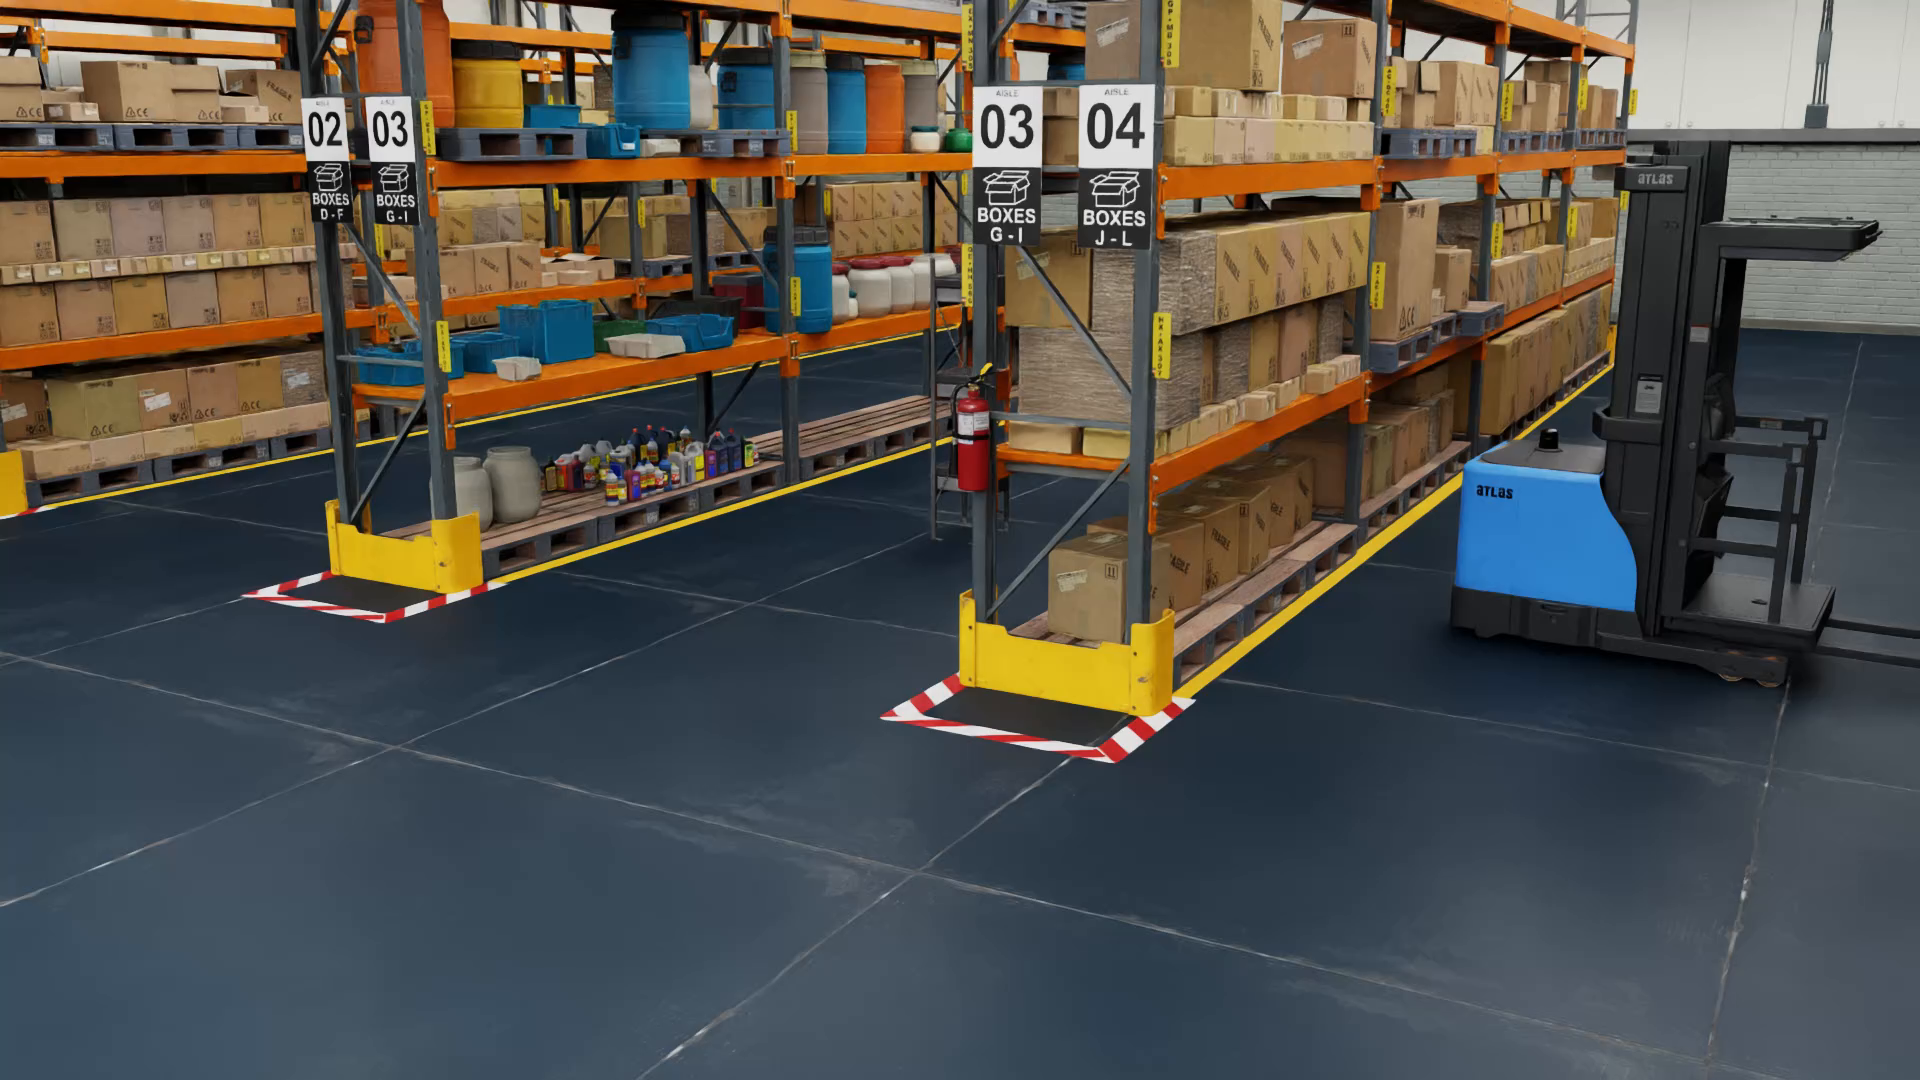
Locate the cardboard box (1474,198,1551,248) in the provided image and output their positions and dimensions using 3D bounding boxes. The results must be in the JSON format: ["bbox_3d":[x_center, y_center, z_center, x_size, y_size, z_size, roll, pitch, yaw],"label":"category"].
[{"bbox_3d":[6.031,-3.480,18.215,0.797,0.503,0.637,7,15,27],"label":"cardboard box"}]

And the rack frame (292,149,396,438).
[{"bbox_3d":[-6.205,-2.558,16.743,1.000,3.000,0.127,7,15,28],"label":"rack frame"}]

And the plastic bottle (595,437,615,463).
[{"bbox_3d":[-2.921,-0.677,13.656,0.144,0.351,0.185,7,15,28],"label":"plastic bottle"}]

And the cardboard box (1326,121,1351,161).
[{"bbox_3d":[2.211,-2.591,10.800,0.500,0.250,0.500,8,16,29],"label":"cardboard box"}]

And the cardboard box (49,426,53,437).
[{"bbox_3d":[-7.907,-0.852,14.638,0.500,0.250,0.500,7,15,28],"label":"cardboard box"}]

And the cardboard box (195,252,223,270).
[{"bbox_3d":[-6.890,-2.527,15.016,0.380,0.149,0.250,8,16,30],"label":"cardboard box"}]

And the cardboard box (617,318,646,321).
[{"bbox_3d":[-4.025,-2.596,21.295,0.500,0.500,0.500,8,16,30],"label":"cardboard box"}]

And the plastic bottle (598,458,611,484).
[{"bbox_3d":[-2.884,-0.562,13.496,0.097,0.201,0.097,0,14,0],"label":"plastic bottle"}]

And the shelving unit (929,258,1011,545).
[{"bbox_3d":[0.080,-1.055,12.428,0.431,2.100,0.503,7,15,28],"label":"shelving unit"}]

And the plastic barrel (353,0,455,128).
[{"bbox_3d":[-3.681,-3.160,11.030,0.600,0.830,0.708,7,15,28],"label":"plastic barrel"}]

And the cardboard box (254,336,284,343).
[{"bbox_3d":[-9.263,-2.691,21.692,0.700,0.500,0.500,7,15,28],"label":"cardboard box"}]

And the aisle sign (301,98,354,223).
[{"bbox_3d":[-4.100,-2.458,10.782,0.394,0.787,0.004,7,15,28],"label":"aisle sign"}]

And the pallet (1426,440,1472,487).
[{"bbox_3d":[4.019,-0.740,15.151,1.003,0.211,1.213,7,15,28],"label":"pallet"}]

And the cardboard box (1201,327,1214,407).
[{"bbox_3d":[0.958,-1.033,9.571,0.875,0.500,0.500,7,15,28],"label":"cardboard box"}]

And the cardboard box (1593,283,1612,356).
[{"bbox_3d":[8.026,-2.927,21.914,0.875,0.875,0.875,7,15,28],"label":"cardboard box"}]

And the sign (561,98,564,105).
[{"bbox_3d":[-4.746,-5.150,19.992,0.100,0.325,0.005,7,15,28],"label":"sign"}]

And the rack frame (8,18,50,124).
[{"bbox_3d":[-10.544,-6.035,18.365,1.000,3.000,0.127,7,15,28],"label":"rack frame"}]

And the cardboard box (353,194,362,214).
[{"bbox_3d":[-8.151,-4.576,22.625,0.500,0.250,0.500,8,16,29],"label":"cardboard box"}]

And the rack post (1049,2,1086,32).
[{"bbox_3d":[1.129,-5.881,18.793,0.937,0.300,0.954,9,16,34],"label":"rack post"}]

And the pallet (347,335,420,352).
[{"bbox_3d":[-8.163,-2.737,23.434,1.003,0.211,1.213,7,15,28],"label":"pallet"}]

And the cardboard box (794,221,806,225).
[{"bbox_3d":[-2.321,-4.379,24.085,0.500,0.500,0.500,8,16,29],"label":"cardboard box"}]

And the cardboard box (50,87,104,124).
[{"bbox_3d":[-10.209,-4.932,19.083,0.500,0.500,0.500,10,17,36],"label":"cardboard box"}]

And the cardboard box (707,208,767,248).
[{"bbox_3d":[-3.040,-4.232,22.577,0.700,0.500,0.500,10,17,37],"label":"cardboard box"}]

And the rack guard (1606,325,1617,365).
[{"bbox_3d":[8.277,-2.686,22.610,1.175,0.500,0.348,7,15,28],"label":"rack guard"}]

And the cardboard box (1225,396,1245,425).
[{"bbox_3d":[1.476,-0.781,9.907,0.380,0.149,0.250,7,15,28],"label":"cardboard box"}]

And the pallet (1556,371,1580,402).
[{"bbox_3d":[6.768,-1.867,19.829,1.003,0.211,1.213,7,15,28],"label":"pallet"}]

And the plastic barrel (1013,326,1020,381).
[{"bbox_3d":[0.830,-2.182,19.435,0.600,0.588,0.708,7,15,28],"label":"plastic barrel"}]

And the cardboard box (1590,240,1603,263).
[{"bbox_3d":[7.772,-3.630,20.877,0.500,0.250,0.500,7,15,26],"label":"cardboard box"}]

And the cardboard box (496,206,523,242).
[{"bbox_3d":[-6.917,-4.733,24.877,0.500,0.500,0.500,8,15,28],"label":"cardboard box"}]

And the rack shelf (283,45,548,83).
[{"bbox_3d":[-7.643,-6.722,23.602,1.077,0.370,4.000,7,15,28],"label":"rack shelf"}]

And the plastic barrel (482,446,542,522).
[{"bbox_3d":[-3.311,-0.416,12.273,0.421,0.512,0.421,0,14,0],"label":"plastic barrel"}]

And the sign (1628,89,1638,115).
[{"bbox_3d":[8.734,-5.682,21.583,0.100,0.325,0.005,7,15,28],"label":"sign"}]

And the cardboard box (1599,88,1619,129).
[{"bbox_3d":[8.061,-5.543,21.404,0.700,0.500,0.500,6,15,25],"label":"cardboard box"}]

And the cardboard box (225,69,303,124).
[{"bbox_3d":[-6.680,-4.263,16.009,0.500,0.500,0.500,9,16,33],"label":"cardboard box"}]

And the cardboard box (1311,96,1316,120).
[{"bbox_3d":[2.006,-2.704,10.420,0.380,0.149,0.250,8,16,30],"label":"cardboard box"}]

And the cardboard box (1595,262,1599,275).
[{"bbox_3d":[7.765,-3.401,20.777,0.380,0.149,0.250,7,15,28],"label":"cardboard box"}]

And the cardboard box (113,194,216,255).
[{"bbox_3d":[-7.142,-2.836,14.917,0.700,0.500,0.500,7,15,28],"label":"cardboard box"}]

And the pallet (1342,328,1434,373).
[{"bbox_3d":[2.962,-1.482,12.689,1.003,0.211,1.213,7,15,28],"label":"pallet"}]

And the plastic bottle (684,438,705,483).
[{"bbox_3d":[-2.179,-0.652,13.549,0.144,0.351,0.185,7,15,28],"label":"plastic bottle"}]

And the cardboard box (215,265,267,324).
[{"bbox_3d":[-6.910,-2.303,15.474,0.700,0.500,0.500,8,16,29],"label":"cardboard box"}]

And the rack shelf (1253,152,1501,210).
[{"bbox_3d":[3.432,-2.953,13.519,1.077,0.370,4.000,7,15,28],"label":"rack shelf"}]

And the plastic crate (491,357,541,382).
[{"bbox_3d":[-3.090,-1.194,11.649,0.298,0.136,0.250,7,15,28],"label":"plastic crate"}]

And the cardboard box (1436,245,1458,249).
[{"bbox_3d":[4.172,-2.393,14.949,0.500,0.500,0.500,5,15,21],"label":"cardboard box"}]

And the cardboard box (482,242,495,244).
[{"bbox_3d":[-7.110,-4.340,24.628,0.380,0.149,0.250,7,15,28],"label":"cardboard box"}]

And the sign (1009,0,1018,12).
[{"bbox_3d":[0.548,-5.515,16.898,0.100,0.325,0.005,7,15,28],"label":"sign"}]

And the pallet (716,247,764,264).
[{"bbox_3d":[-2.820,-3.954,22.945,1.003,0.211,1.213,7,15,28],"label":"pallet"}]

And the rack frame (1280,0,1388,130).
[{"bbox_3d":[2.465,-4.351,11.381,1.000,3.000,0.127,7,15,28],"label":"rack frame"}]

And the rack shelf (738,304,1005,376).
[{"bbox_3d":[-0.904,-2.056,16.198,1.077,0.370,4.000,7,15,28],"label":"rack shelf"}]

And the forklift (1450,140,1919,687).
[{"bbox_3d":[4.505,-0.754,9.408,3.031,2.935,1.130,8,16,31],"label":"forklift"}]

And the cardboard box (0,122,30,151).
[{"bbox_3d":[-10.573,-4.503,18.154,0.500,0.500,0.500,8,16,30],"label":"cardboard box"}]

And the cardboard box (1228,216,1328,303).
[{"bbox_3d":[2.005,-1.785,10.557,0.500,0.500,0.500,7,15,28],"label":"cardboard box"}]

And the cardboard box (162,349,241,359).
[{"bbox_3d":[-7.187,-1.525,15.829,0.500,0.500,0.500,7,15,28],"label":"cardboard box"}]

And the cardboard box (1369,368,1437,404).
[{"bbox_3d":[3.853,-1.368,14.601,0.500,0.250,0.500,9,16,34],"label":"cardboard box"}]

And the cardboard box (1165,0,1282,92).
[{"bbox_3d":[1.485,-2.782,9.360,0.500,0.500,0.500,7,15,28],"label":"cardboard box"}]

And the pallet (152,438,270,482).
[{"bbox_3d":[-7.215,-0.793,15.370,1.003,0.211,1.213,7,15,28],"label":"pallet"}]

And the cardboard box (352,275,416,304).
[{"bbox_3d":[-6.006,-2.591,17.200,0.500,0.250,0.500,9,16,32],"label":"cardboard box"}]
